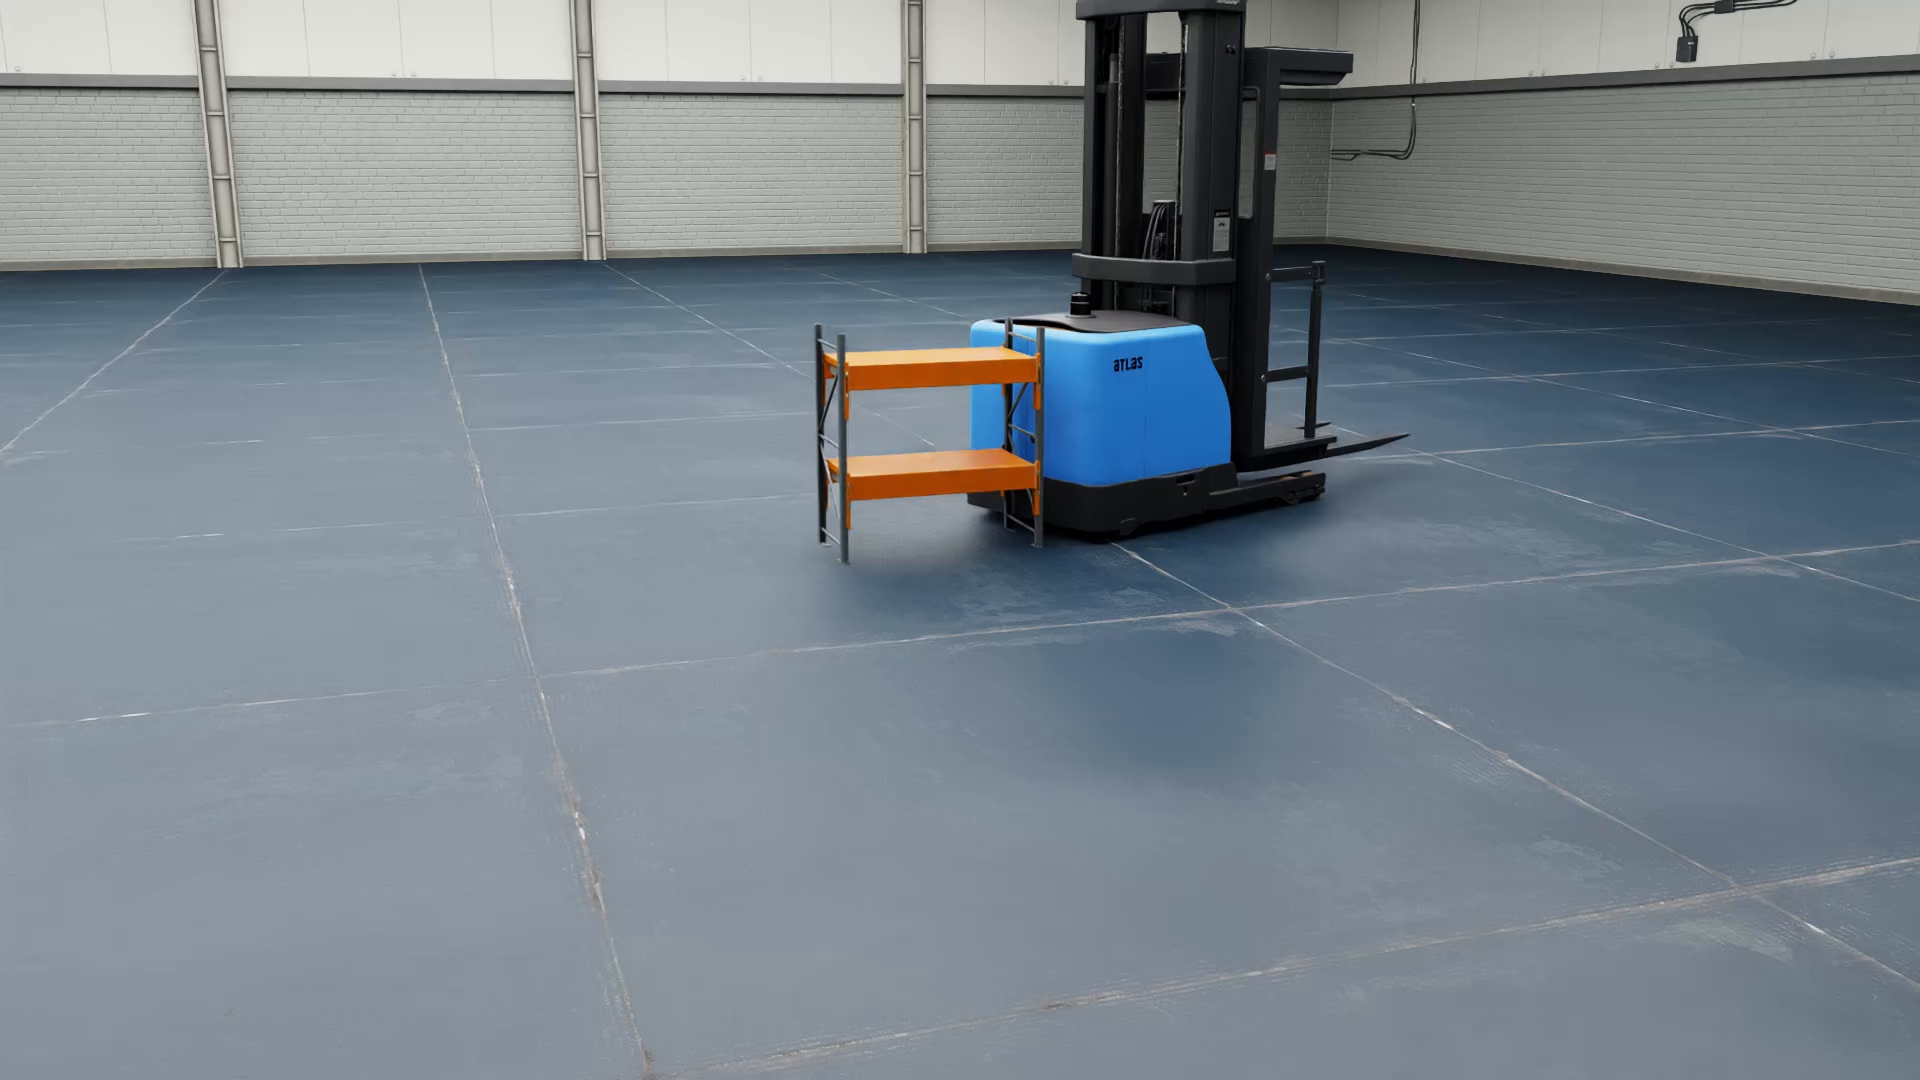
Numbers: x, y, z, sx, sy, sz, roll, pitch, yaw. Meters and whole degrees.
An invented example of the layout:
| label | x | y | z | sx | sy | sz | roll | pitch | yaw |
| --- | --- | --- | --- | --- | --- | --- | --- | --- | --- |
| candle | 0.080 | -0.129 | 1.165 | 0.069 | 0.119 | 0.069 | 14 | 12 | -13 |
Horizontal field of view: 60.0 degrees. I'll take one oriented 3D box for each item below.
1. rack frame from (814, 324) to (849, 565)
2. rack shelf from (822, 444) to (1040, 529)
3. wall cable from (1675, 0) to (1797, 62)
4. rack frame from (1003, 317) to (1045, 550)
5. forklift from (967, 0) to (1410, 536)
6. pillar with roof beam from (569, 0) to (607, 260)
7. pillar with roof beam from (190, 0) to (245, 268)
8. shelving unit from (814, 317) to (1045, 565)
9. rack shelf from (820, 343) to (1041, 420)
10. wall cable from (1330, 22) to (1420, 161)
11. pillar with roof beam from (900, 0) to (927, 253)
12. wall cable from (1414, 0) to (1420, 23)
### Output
| label | x | y | z | sx | sy | sz | roll | pitch | yaw |
| --- | --- | --- | --- | --- | --- | --- | --- | --- | --- |
| rack frame | -0.638 | -0.479 | 8.227 | 0.032 | 1.125 | 0.500 | -4 | 14 | -18 |
| rack shelf | -0.156 | -0.279 | 8.441 | 1.000 | 0.278 | 0.538 | -4 | 14 | -18 |
| wall cable | 11.050 | -9.790 | 23.004 | 0.169 | 6.003 | 2.305 | -4 | 14 | -18 |
| rack frame | 0.326 | -0.554 | 8.542 | 0.032 | 1.125 | 0.500 | -4 | 14 | -18 |
| forklift | 1.482 | -1.706 | 9.482 | 3.031 | 2.935 | 1.130 | -11 | 18 | -40 |
| pillar with roof beam | -5.177 | -8.461 | 24.768 | 0.400 | 9.000 | 9.100 | -4 | 14 | -18 |
| pillar with roof beam | -10.864 | -8.018 | 22.906 | 0.400 | 9.000 | 9.100 | -4 | 14 | -18 |
| shelving unit | -0.156 | -0.517 | 8.385 | 1.048 | 1.125 | 0.538 | -4 | 14 | -18 |
| rack shelf | -0.156 | -0.802 | 8.317 | 1.000 | 0.278 | 0.538 | -4 | 14 | -18 |
| wall cable | 8.037 | -8.708 | 32.515 | 0.112 | 2.526 | 3.097 | -4 | 14 | -18 |
| pillar with roof beam | 0.510 | -8.904 | 26.630 | 0.400 | 9.000 | 9.100 | -4 | 14 | -18 |
| wall cable | 8.900 | -10.571 | 29.436 | 0.112 | 2.526 | 3.097 | -4 | 14 | -18 |
